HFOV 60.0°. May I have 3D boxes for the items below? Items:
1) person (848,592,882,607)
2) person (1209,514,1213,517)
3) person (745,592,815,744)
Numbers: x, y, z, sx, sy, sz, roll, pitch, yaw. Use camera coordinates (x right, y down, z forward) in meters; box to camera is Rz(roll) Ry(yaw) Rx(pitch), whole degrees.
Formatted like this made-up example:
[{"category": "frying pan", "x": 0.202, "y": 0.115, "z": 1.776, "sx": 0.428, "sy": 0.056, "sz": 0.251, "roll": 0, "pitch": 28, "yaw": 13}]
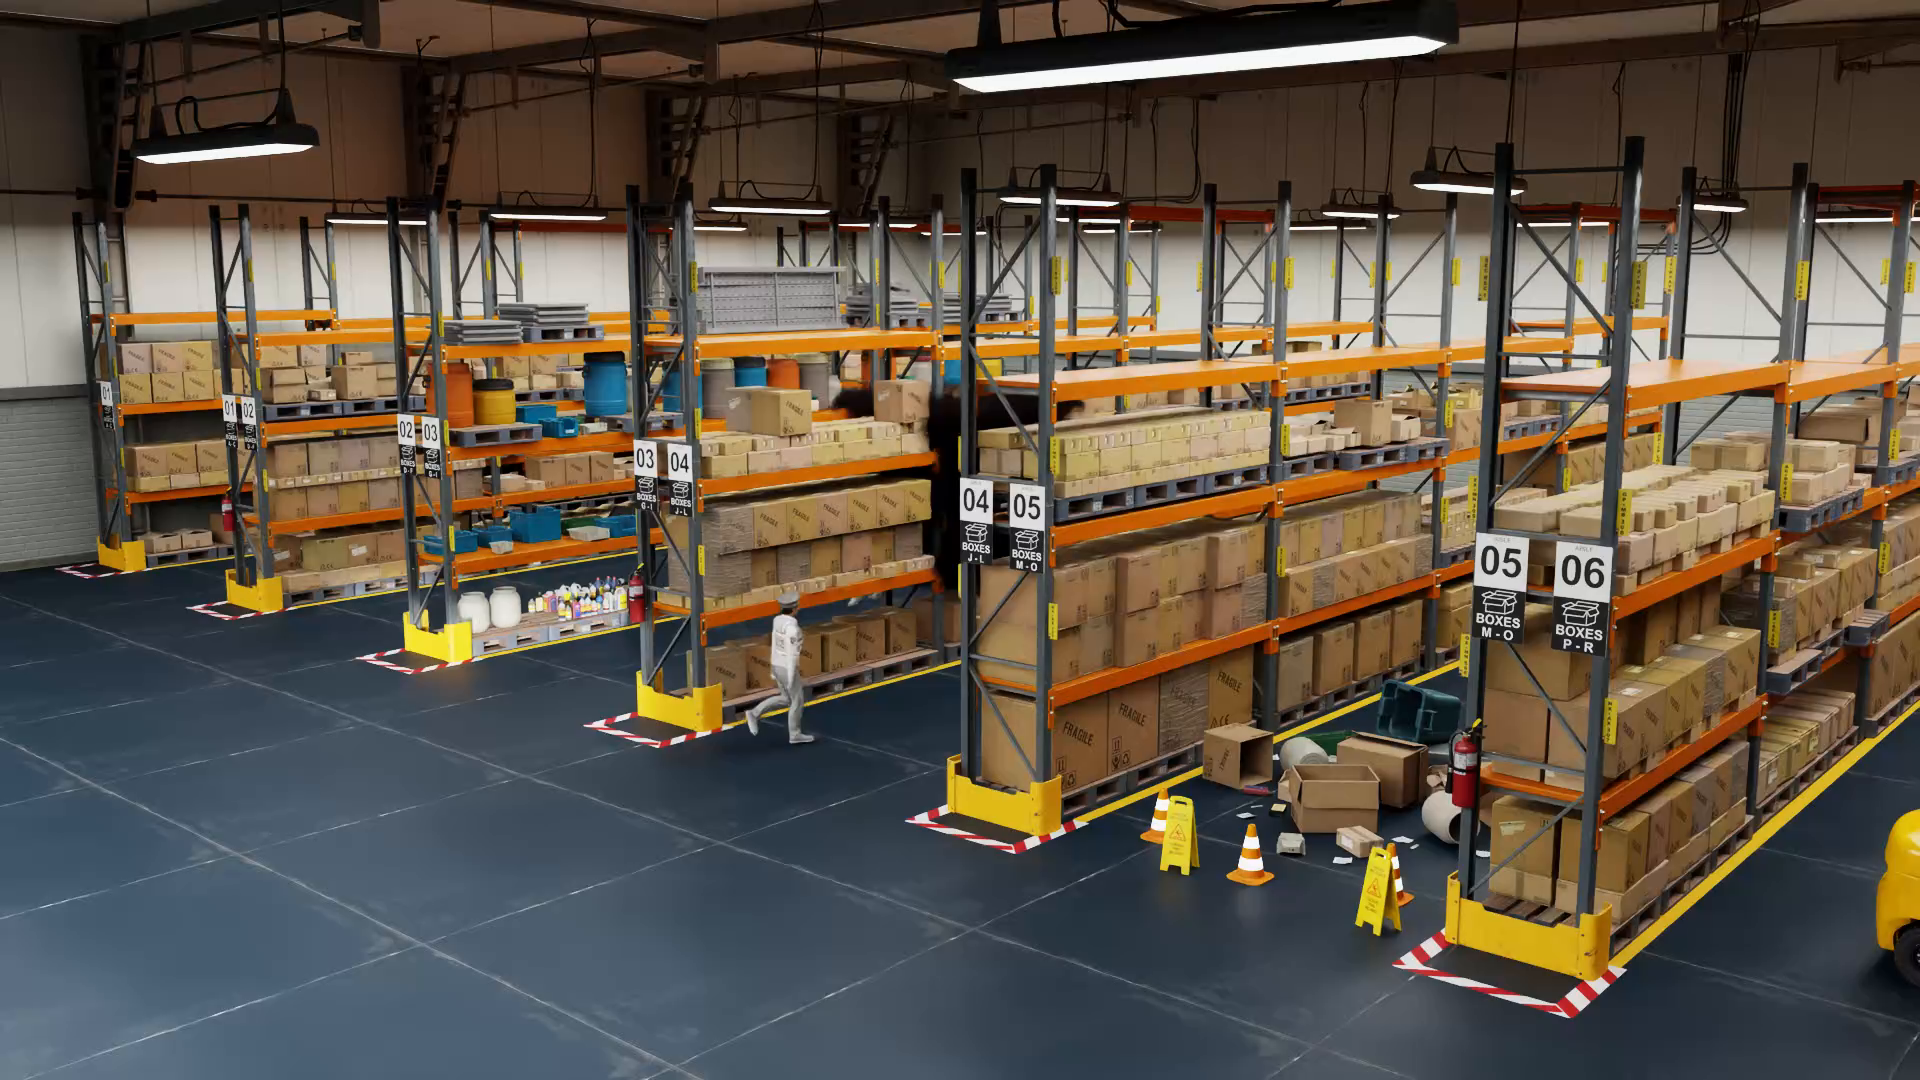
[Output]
[{"category": "person", "x": -1.363, "y": 0.043, "z": 24.133, "sx": 0.593, "sy": 1.782, "sz": 0.714, "roll": 5, "pitch": 11, "yaw": 29}, {"category": "person", "x": 3.367, "y": 0.344, "z": 22.714, "sx": 0.434, "sy": 1.584, "sz": 0.970, "roll": 7, "pitch": 12, "yaw": 37}, {"category": "person", "x": -1.941, "y": 1.389, "z": 17.931, "sx": 0.728, "sy": 1.656, "sz": 0.479, "roll": -3, "pitch": 10, "yaw": -16}]
